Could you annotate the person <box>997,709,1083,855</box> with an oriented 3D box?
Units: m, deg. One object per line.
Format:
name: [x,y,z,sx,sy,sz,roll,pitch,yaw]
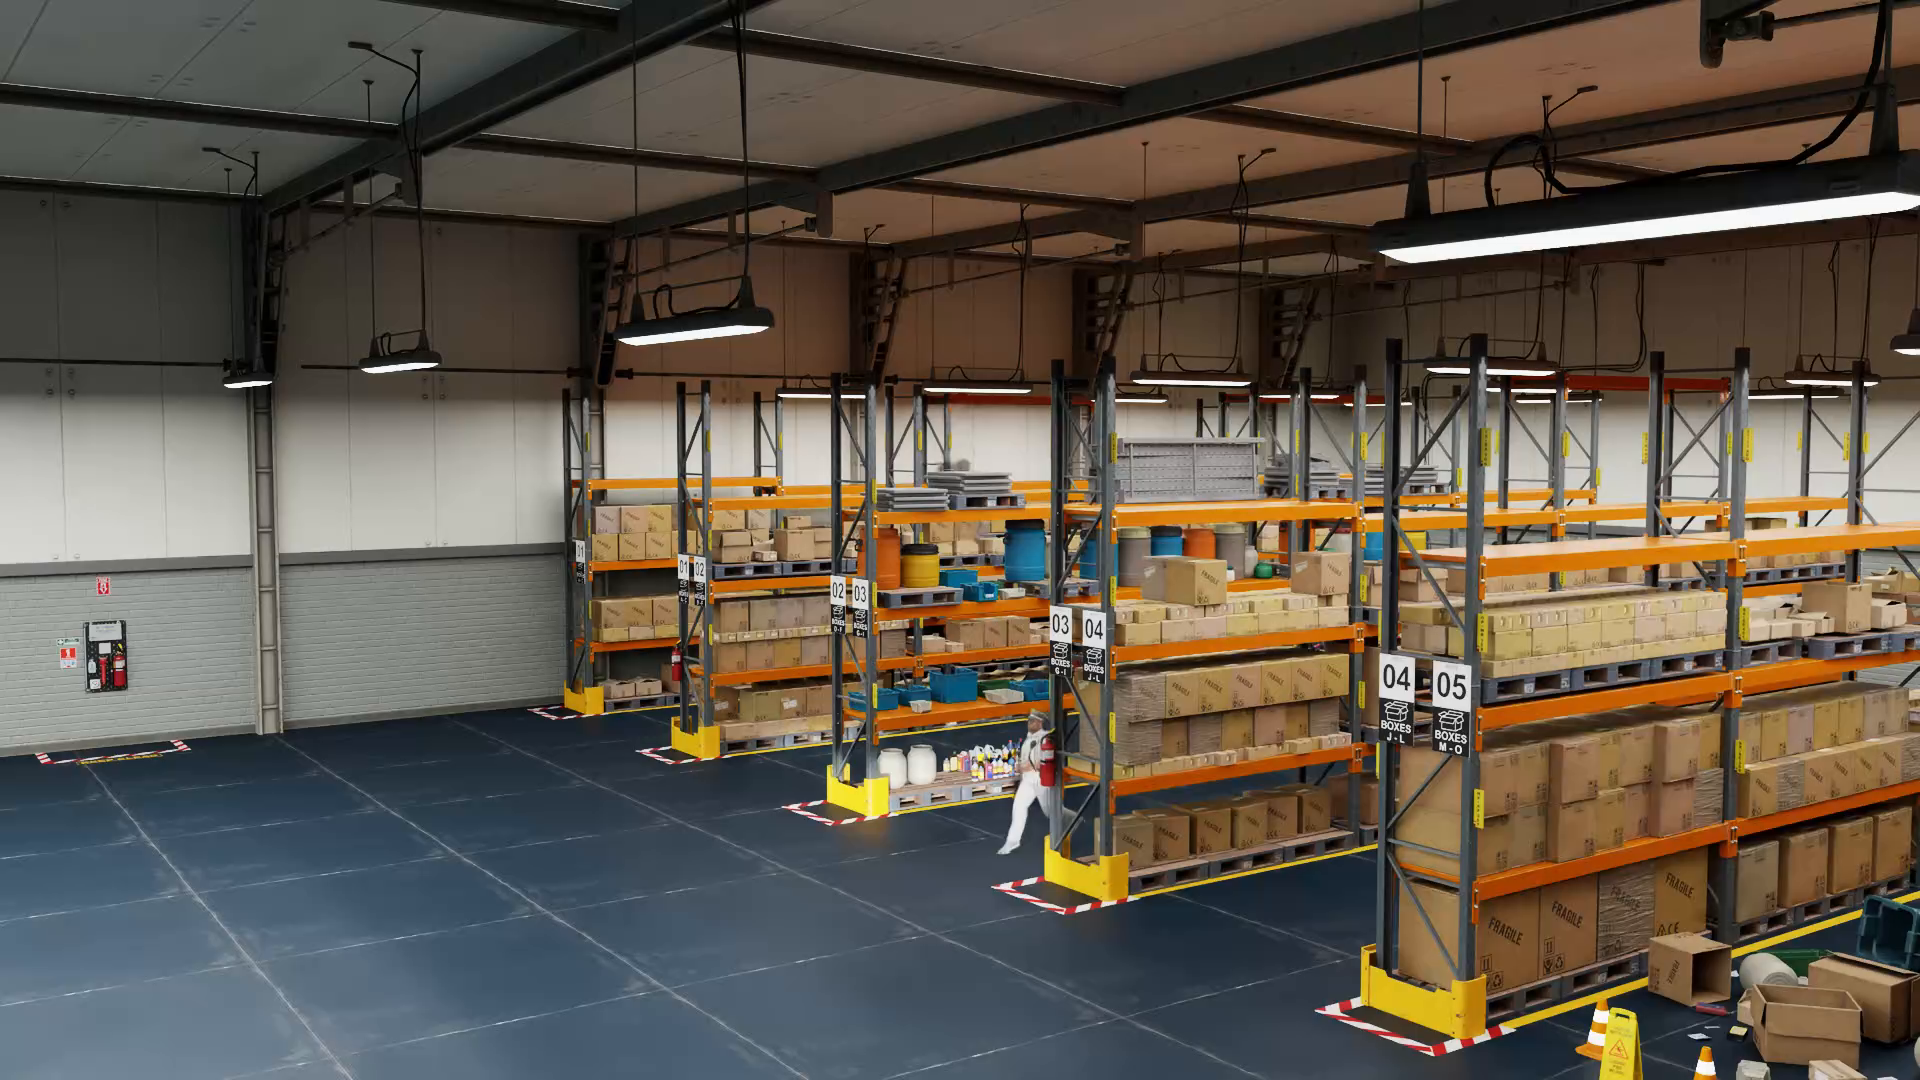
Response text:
person: [1.006,2.973,20.555,1.143,1.803,0.629,-2,4,-31]
